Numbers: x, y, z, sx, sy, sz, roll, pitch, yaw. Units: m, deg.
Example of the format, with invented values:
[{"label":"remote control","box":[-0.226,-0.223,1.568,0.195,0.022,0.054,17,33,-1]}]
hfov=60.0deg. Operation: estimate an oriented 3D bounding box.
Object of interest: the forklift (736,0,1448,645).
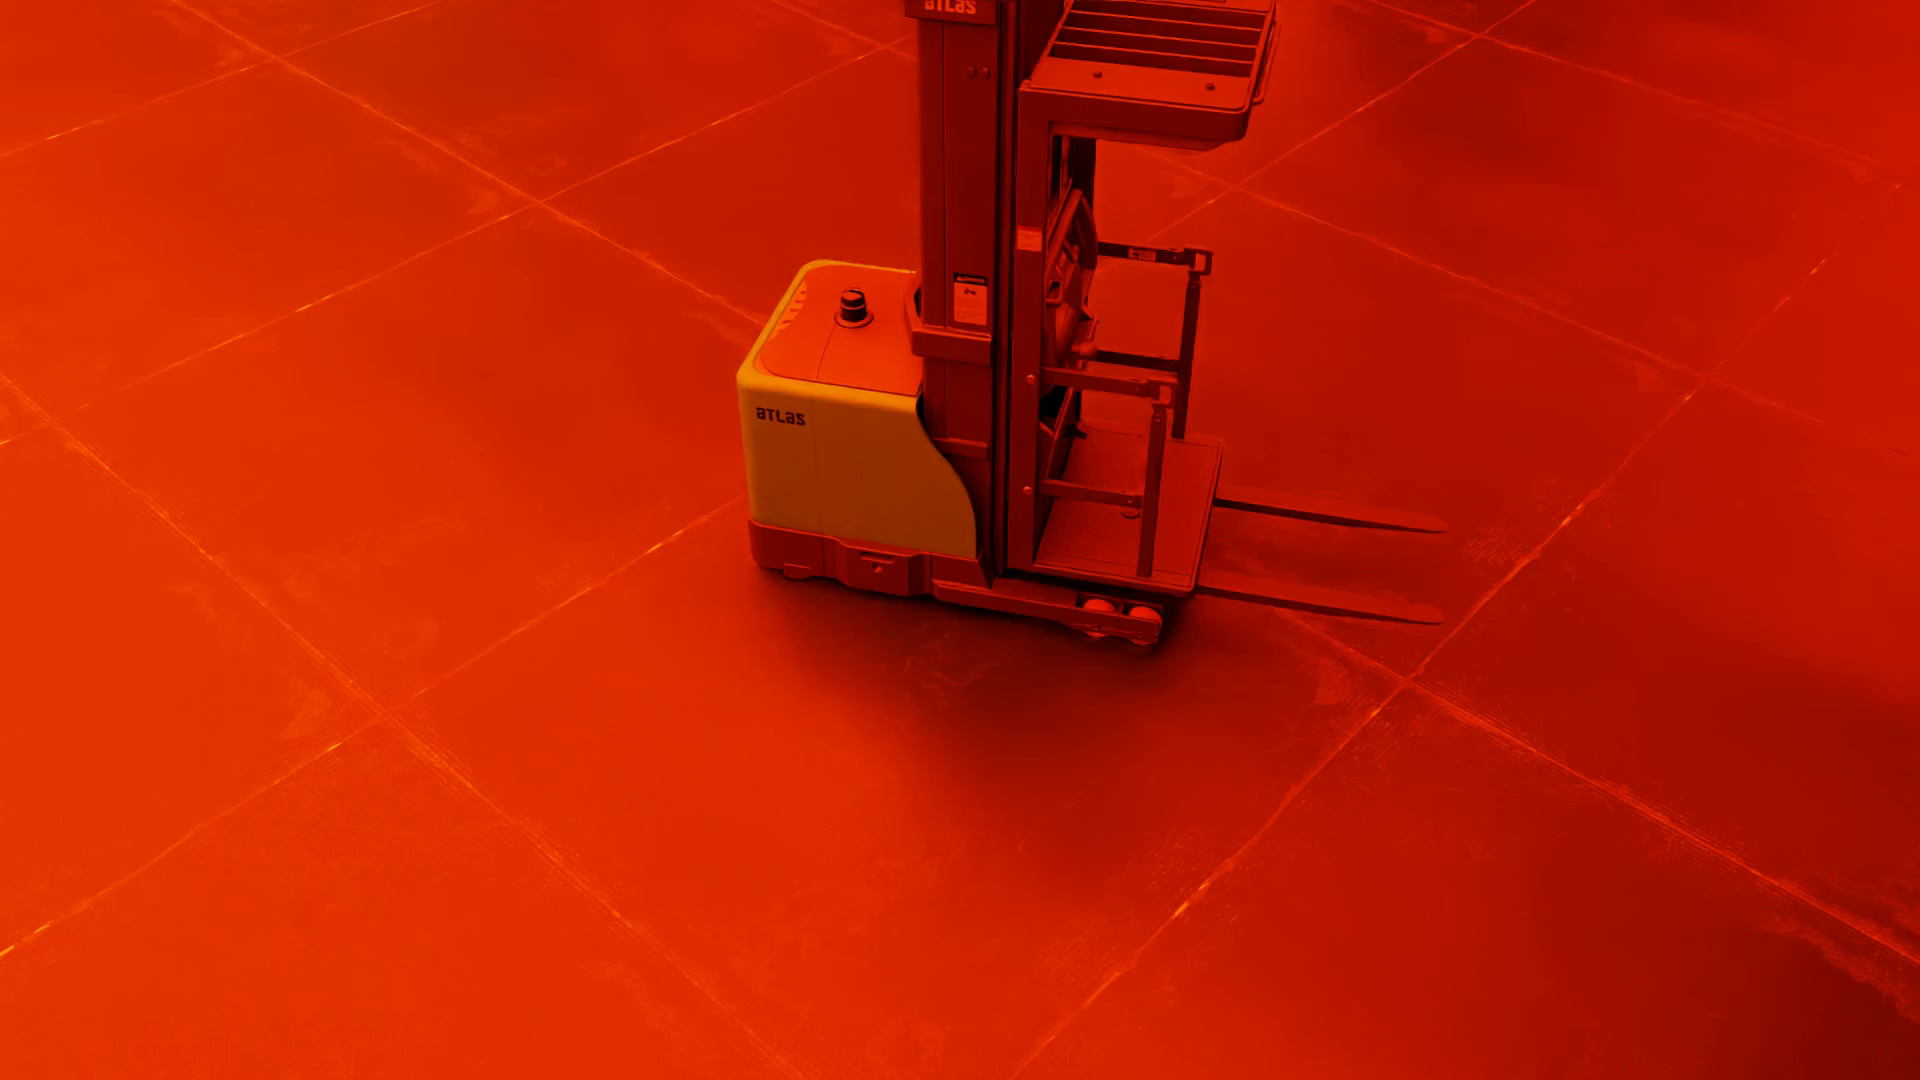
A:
[{"label":"forklift","box":[0.630,-1.046,6.647,3.031,2.935,1.130,9,41,11]}]
